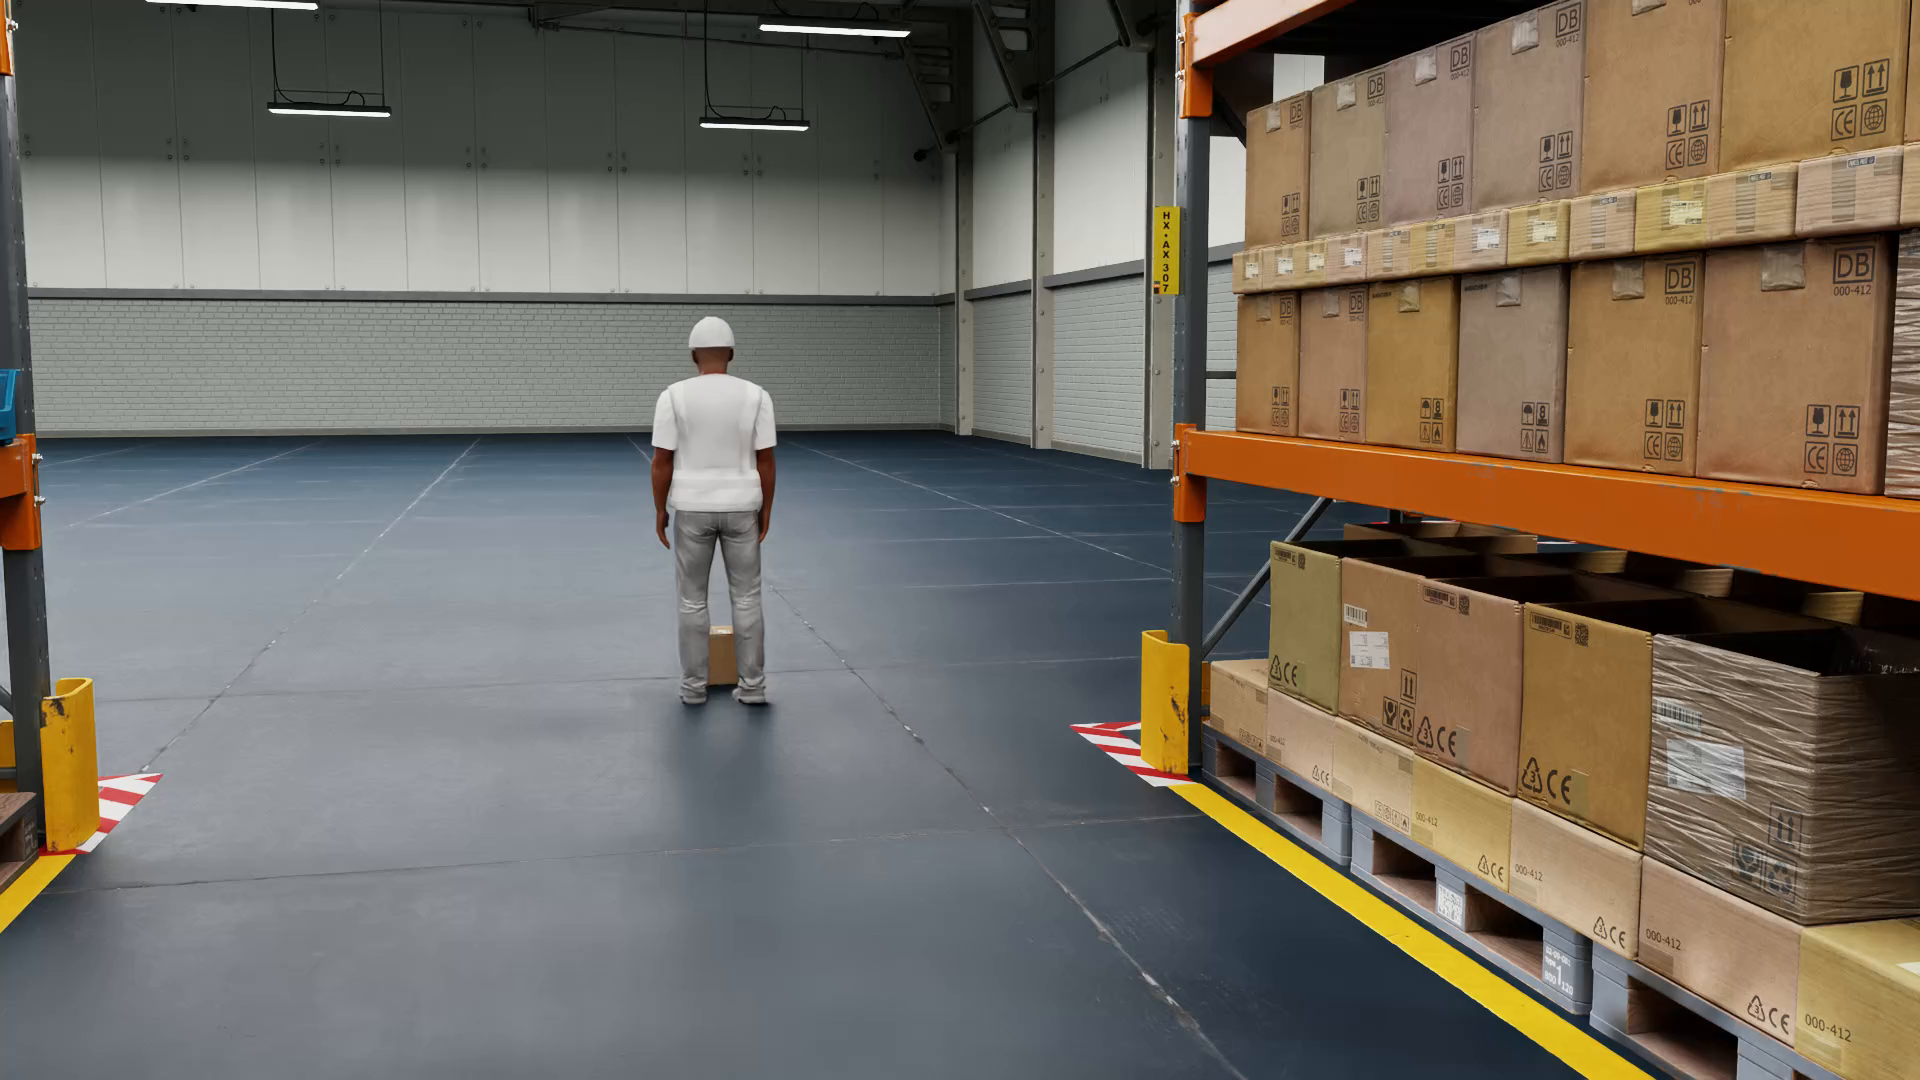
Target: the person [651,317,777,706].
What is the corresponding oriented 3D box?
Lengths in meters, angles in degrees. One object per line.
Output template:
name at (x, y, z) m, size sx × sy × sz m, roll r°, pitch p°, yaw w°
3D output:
person at (-1.126, -0.124, 7.620) m, size 0.563 × 1.781 × 0.383 m, roll -1°, pitch 6°, yaw -12°
